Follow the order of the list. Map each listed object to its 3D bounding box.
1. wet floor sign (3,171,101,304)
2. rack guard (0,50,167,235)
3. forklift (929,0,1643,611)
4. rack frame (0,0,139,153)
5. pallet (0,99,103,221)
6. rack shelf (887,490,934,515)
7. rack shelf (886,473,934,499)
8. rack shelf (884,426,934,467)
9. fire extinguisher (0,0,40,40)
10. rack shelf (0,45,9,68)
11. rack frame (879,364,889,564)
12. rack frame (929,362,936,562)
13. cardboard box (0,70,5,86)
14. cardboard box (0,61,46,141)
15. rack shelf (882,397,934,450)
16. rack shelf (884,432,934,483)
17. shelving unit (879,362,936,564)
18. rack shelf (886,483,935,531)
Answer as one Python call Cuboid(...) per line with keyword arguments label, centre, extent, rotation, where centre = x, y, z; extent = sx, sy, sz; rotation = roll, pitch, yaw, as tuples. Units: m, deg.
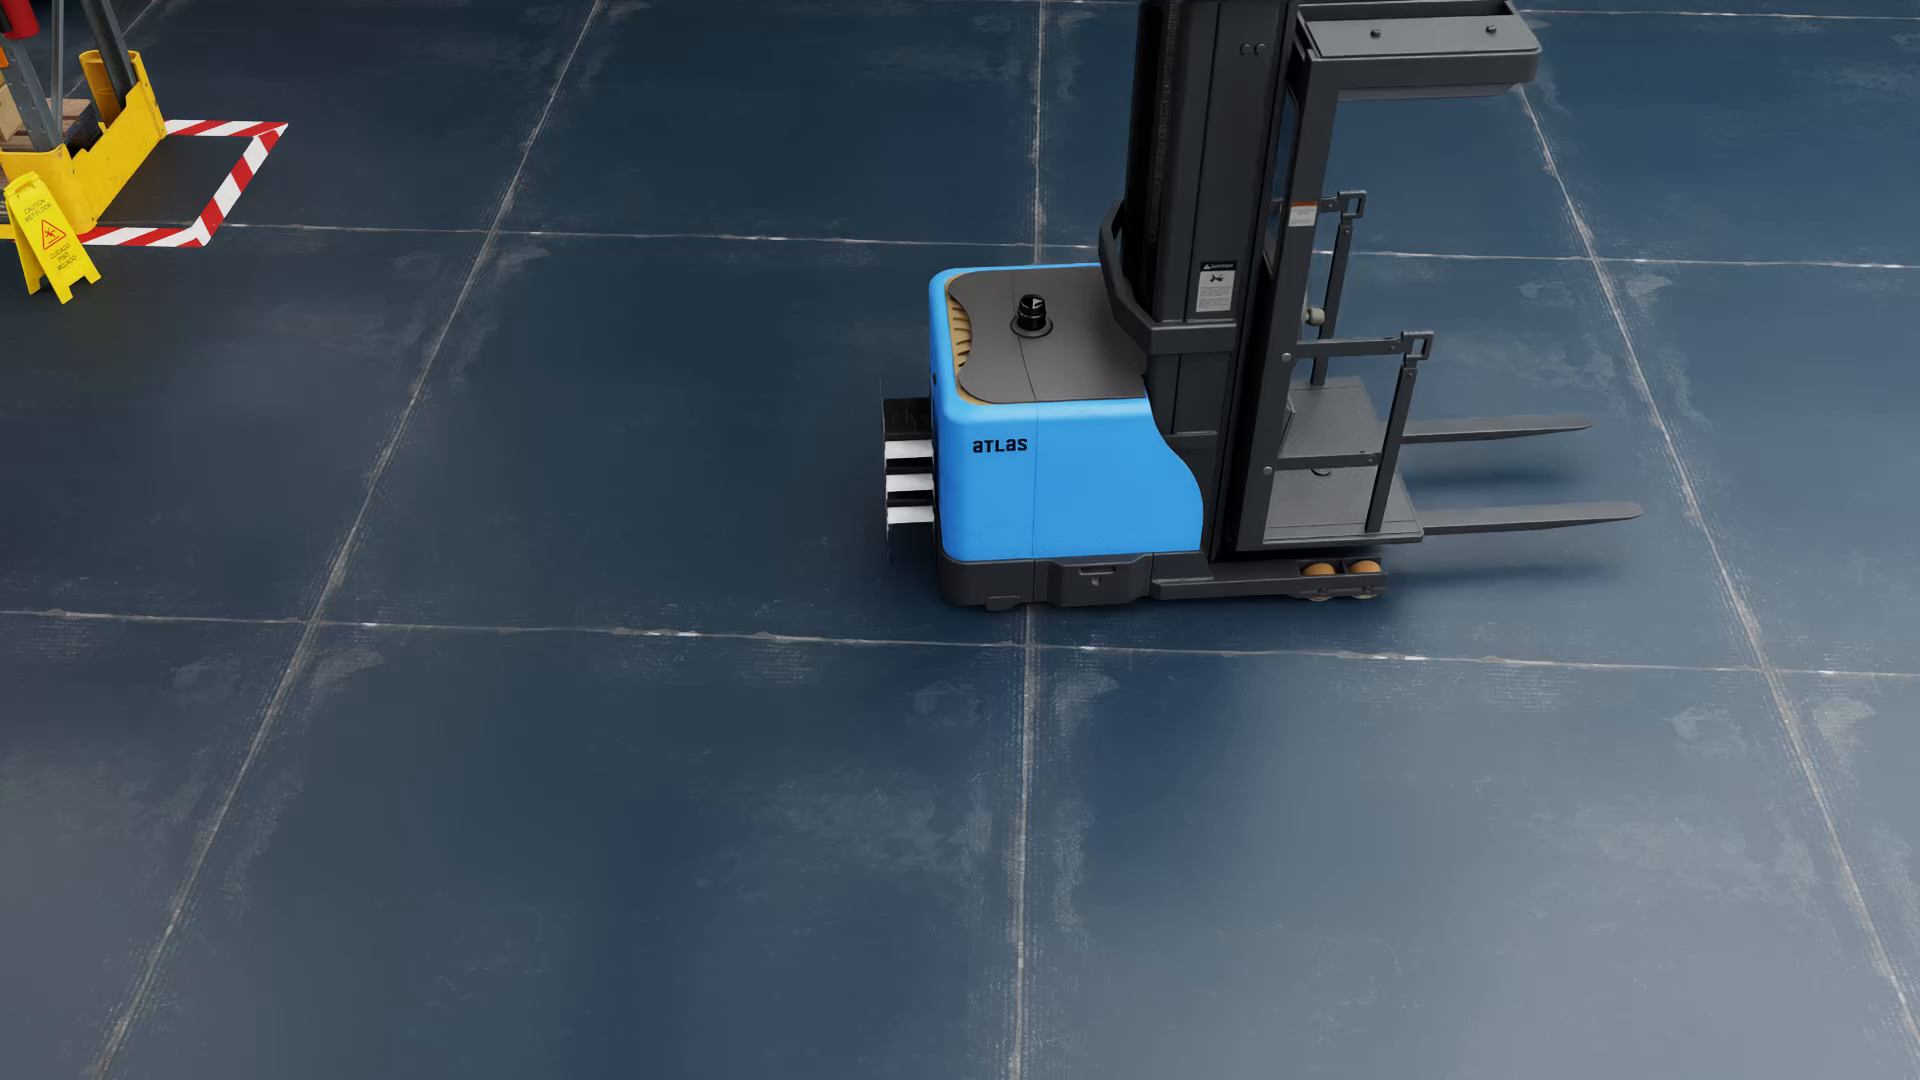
Cuboid(label="wet floor sign", centre=(-4.720, -1.576, 8.554), extent=(0.232, 0.644, 0.267), rotation=(16, 45, 16))
Cuboid(label="rack guard", centre=(-4.937, -2.260, 9.394), extent=(0.348, 0.500, 1.175), rotation=(2, 43, 2))
Cuboid(label="forklift", centre=(1.398, -1.173, 6.444), extent=(3.031, 2.935, 1.130), rotation=(-3, 43, -3))
Cuboid(label="rack frame", centre=(-4.861, -3.172, 8.540), extent=(0.127, 3.000, 1.000), rotation=(2, 43, 2))
Cuboid(label="pallet", centre=(-5.747, -2.203, 9.545), extent=(1.213, 0.211, 1.003), rotation=(2, 43, 2))
Cuboid(label="rack shelf", centre=(-0.217, -0.222, 7.094), extent=(0.200, 0.077, 0.258), rotation=(-3, 43, -3))
Cuboid(label="rack shelf", centre=(-0.217, -0.287, 7.033), extent=(0.200, 0.077, 0.258), rotation=(-3, 43, -3))
Cuboid(label="rack shelf", centre=(-0.217, -0.419, 6.910), extent=(0.200, 0.077, 0.258), rotation=(-3, 43, -3))
Cuboid(label="fire extinguisher", centre=(-4.768, -2.826, 8.225), extent=(0.183, 0.674, 0.296), rotation=(2, 43, 2))
Cuboid(label="rack shelf", centre=(-6.859, -2.970, 8.851), extent=(4.000, 0.370, 1.077), rotation=(2, 43, 2))
Cuboid(label="rack frame", centre=(-0.318, -0.307, 7.005), extent=(0.006, 0.900, 0.240), rotation=(-3, 43, -3))
Cuboid(label="rack frame", centre=(-0.115, -0.317, 7.015), extent=(0.006, 0.900, 0.240), rotation=(-3, 43, -3))
Cuboid(label="cardboard box", centre=(-5.679, -2.807, 9.307), extent=(0.500, 0.500, 0.500), rotation=(0, 43, 0))
Cuboid(label="cardboard box", centre=(-5.655, -2.533, 9.563), extent=(0.500, 0.250, 0.500), rotation=(1, 43, 2))
Cuboid(label="rack shelf", centre=(-0.217, -0.485, 6.849), extent=(0.200, 0.077, 0.258), rotation=(-3, 43, -3))
Cuboid(label="rack shelf", centre=(-0.217, -0.353, 6.971), extent=(0.200, 0.077, 0.258), rotation=(-3, 43, -3))
Cuboid(label="shelving unit", centre=(-0.217, -0.312, 7.010), extent=(0.210, 0.900, 0.258), rotation=(-3, 43, -3))
Cuboid(label="rack shelf", centre=(-0.217, -0.156, 7.155), extent=(0.200, 0.077, 0.258), rotation=(-3, 43, -3))
